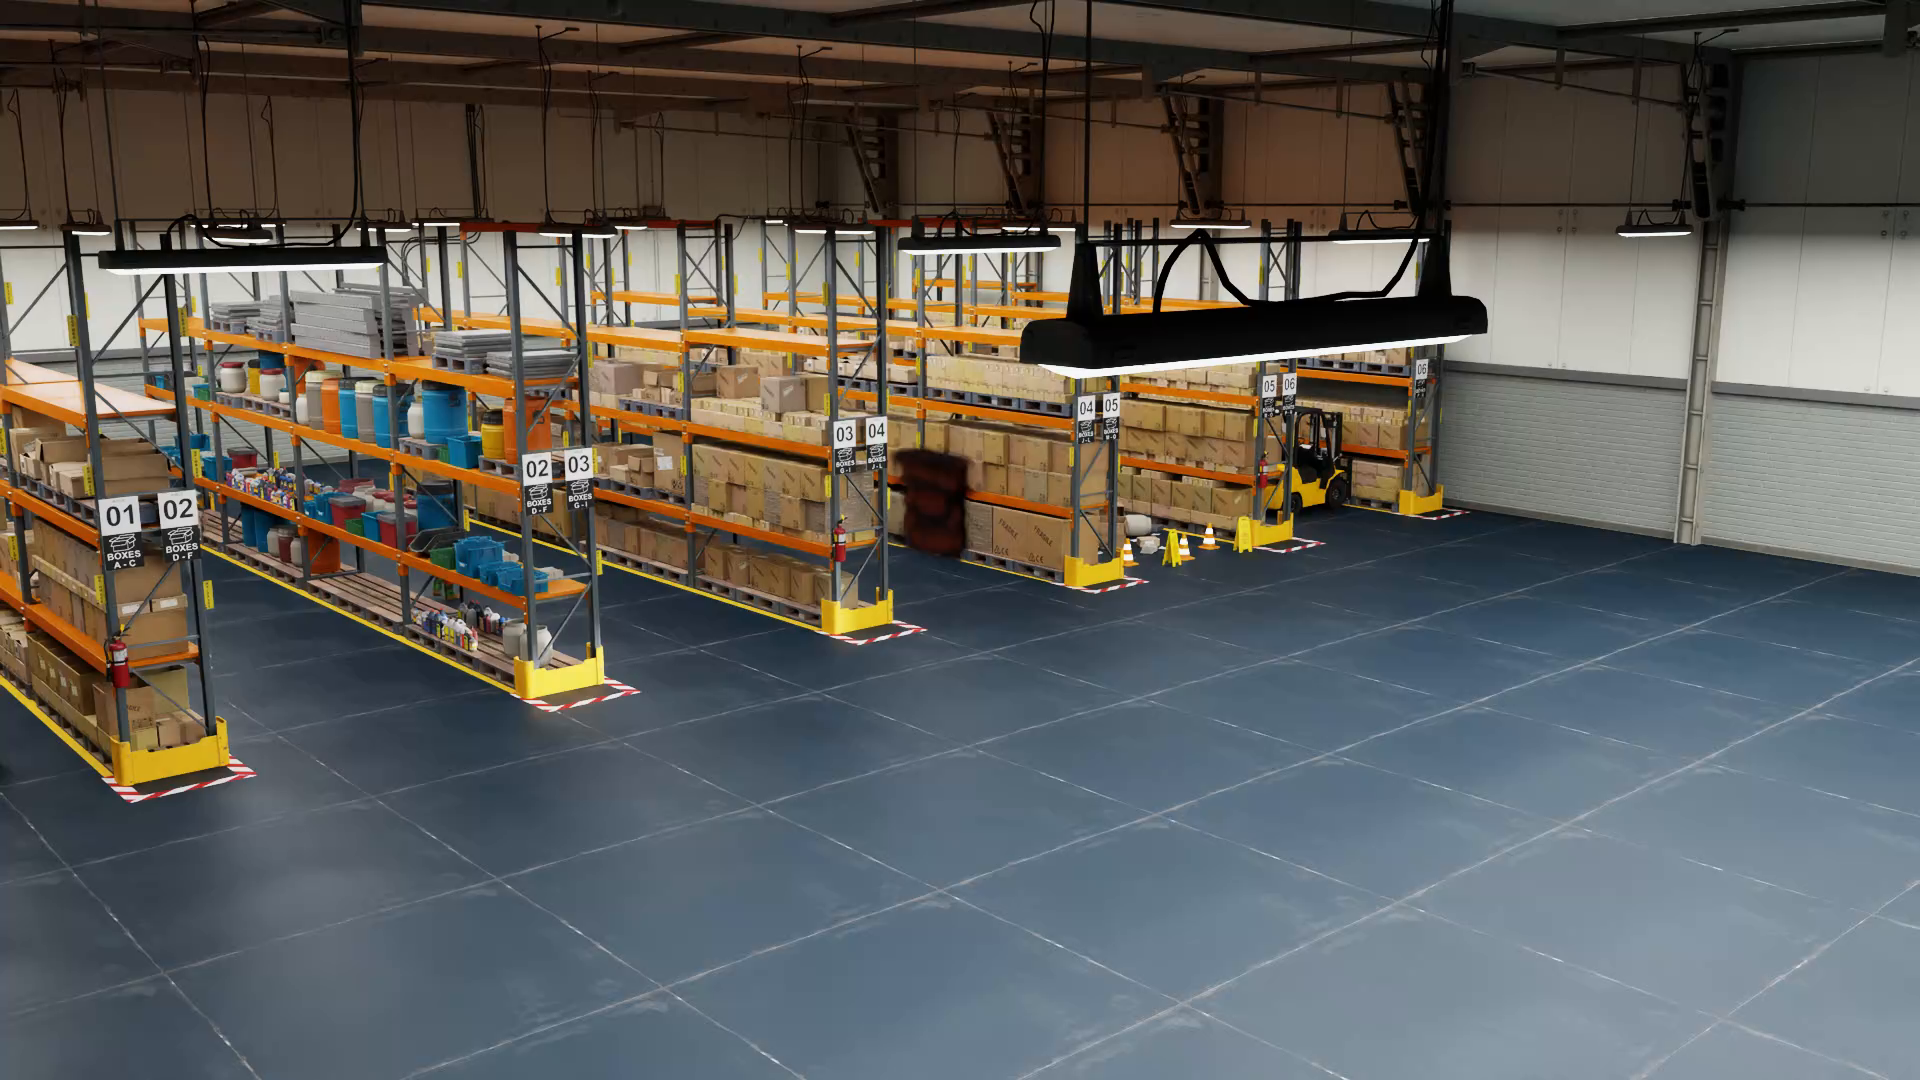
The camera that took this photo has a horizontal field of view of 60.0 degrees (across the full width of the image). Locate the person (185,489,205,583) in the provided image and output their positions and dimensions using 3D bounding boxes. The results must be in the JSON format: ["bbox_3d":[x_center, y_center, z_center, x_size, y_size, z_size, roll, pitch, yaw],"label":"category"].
[{"bbox_3d":[-13.076,-0.101,28.101,0.641,1.611,1.028,-9,14,-38],"label":"person"}]

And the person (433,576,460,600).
[{"bbox_3d":[-8.317,0.085,26.866,0.563,1.789,0.471,9,15,38],"label":"person"}]
